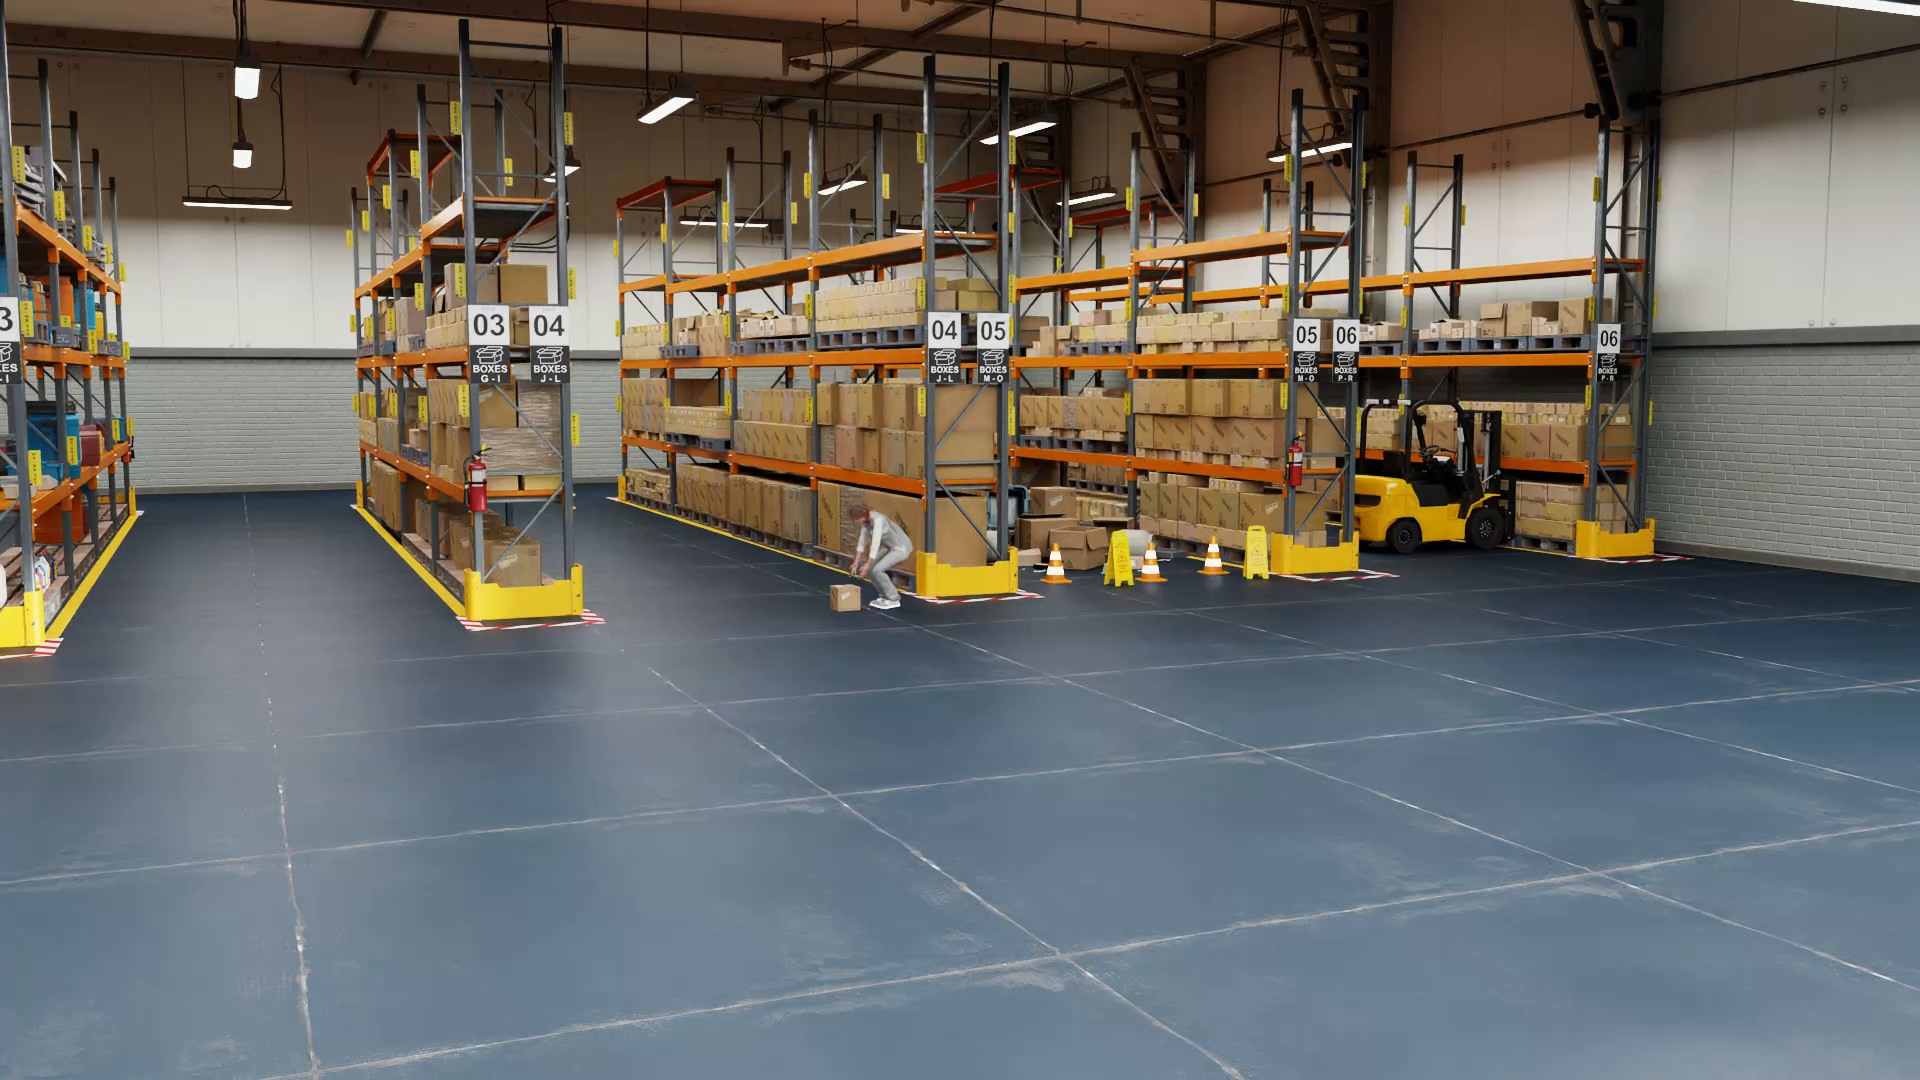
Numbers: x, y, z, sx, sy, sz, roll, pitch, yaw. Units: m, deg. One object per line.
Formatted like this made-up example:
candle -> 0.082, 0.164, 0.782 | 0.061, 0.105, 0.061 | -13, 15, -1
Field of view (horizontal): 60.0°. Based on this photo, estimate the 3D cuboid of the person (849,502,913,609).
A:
person -> -0.848, 0.165, 17.880 | 0.725, 1.143, 0.464 | -2, 6, -24
